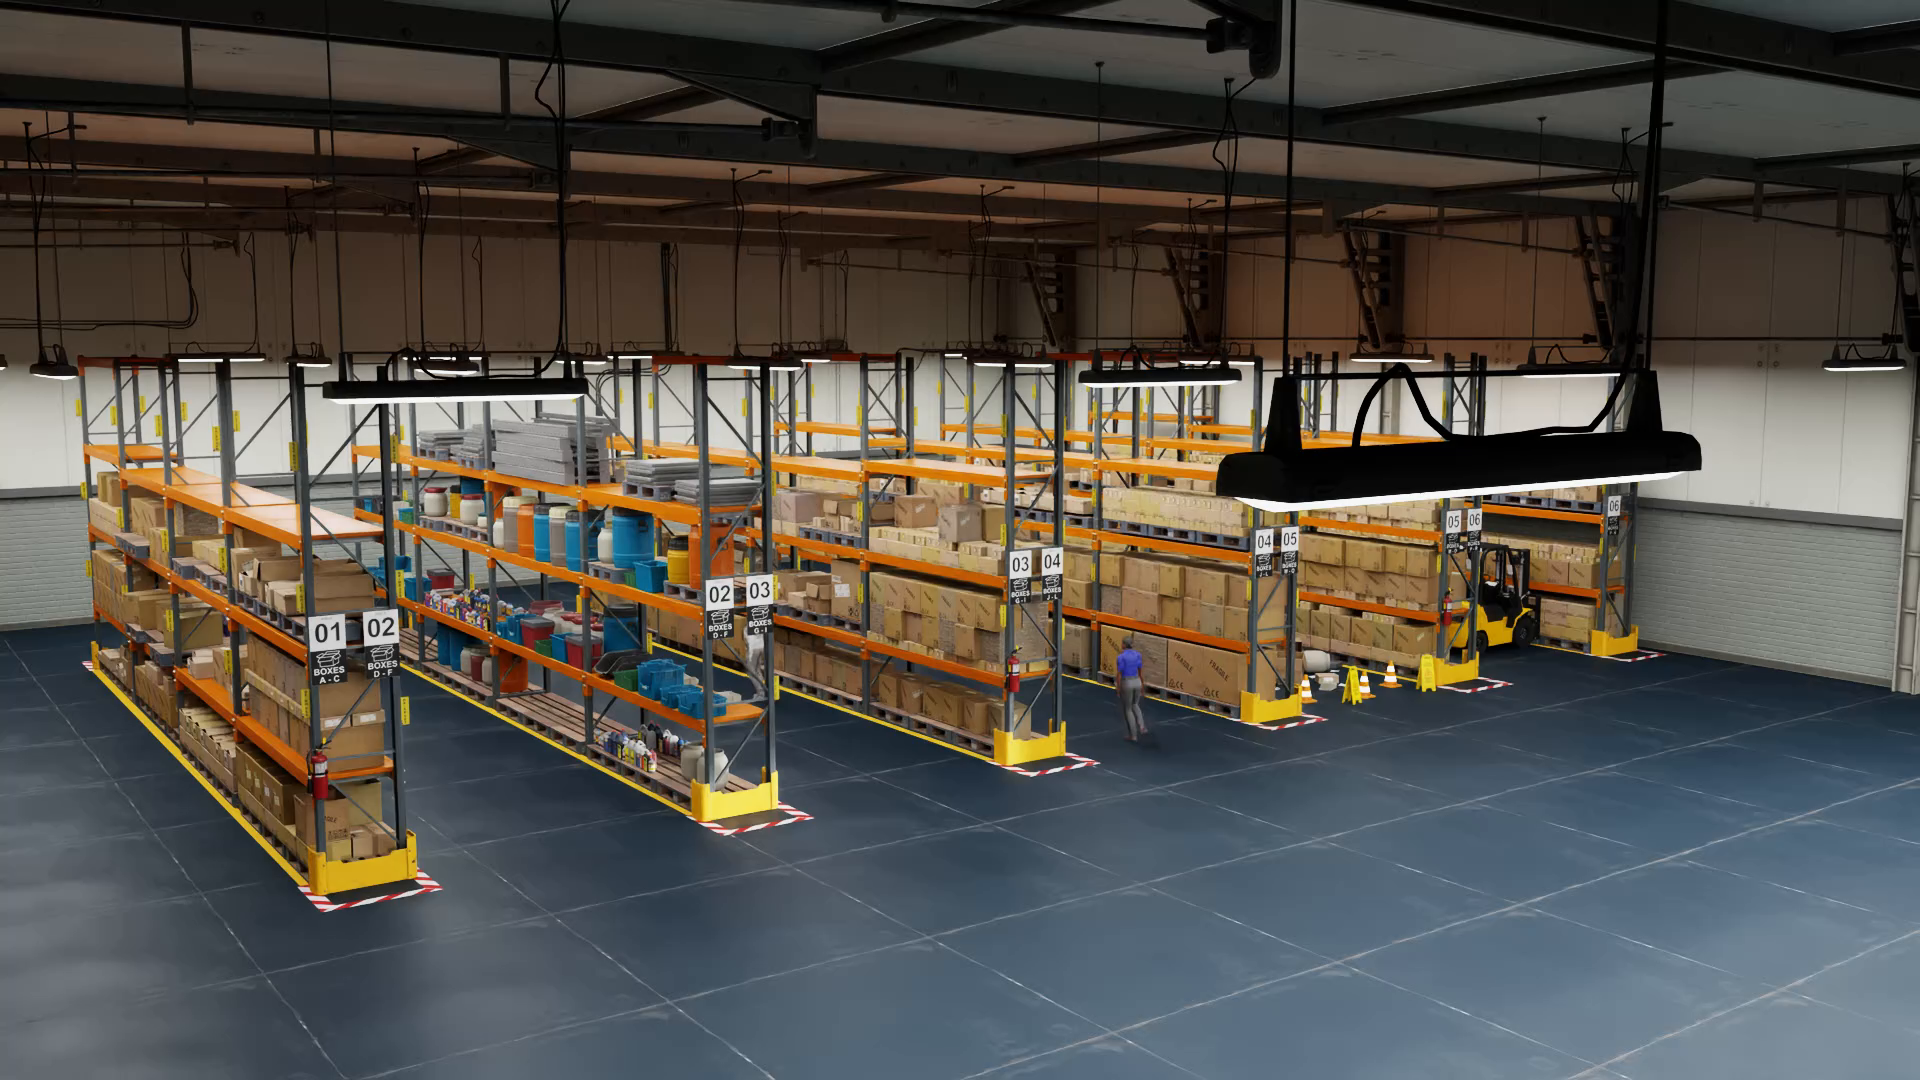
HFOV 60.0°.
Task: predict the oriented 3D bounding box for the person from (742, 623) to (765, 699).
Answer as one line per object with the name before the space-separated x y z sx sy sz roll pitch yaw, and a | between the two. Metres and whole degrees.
person | -3.592 1.986 29.243 0.386 1.754 0.525 2 7 19

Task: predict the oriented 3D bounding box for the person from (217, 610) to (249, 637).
person | -13.800 1.719 31.499 0.540 1.574 1.022 -5 9 -38

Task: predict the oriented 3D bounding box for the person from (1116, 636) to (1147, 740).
person | 2.700 2.329 26.267 0.507 1.646 0.457 -3 8 -27
